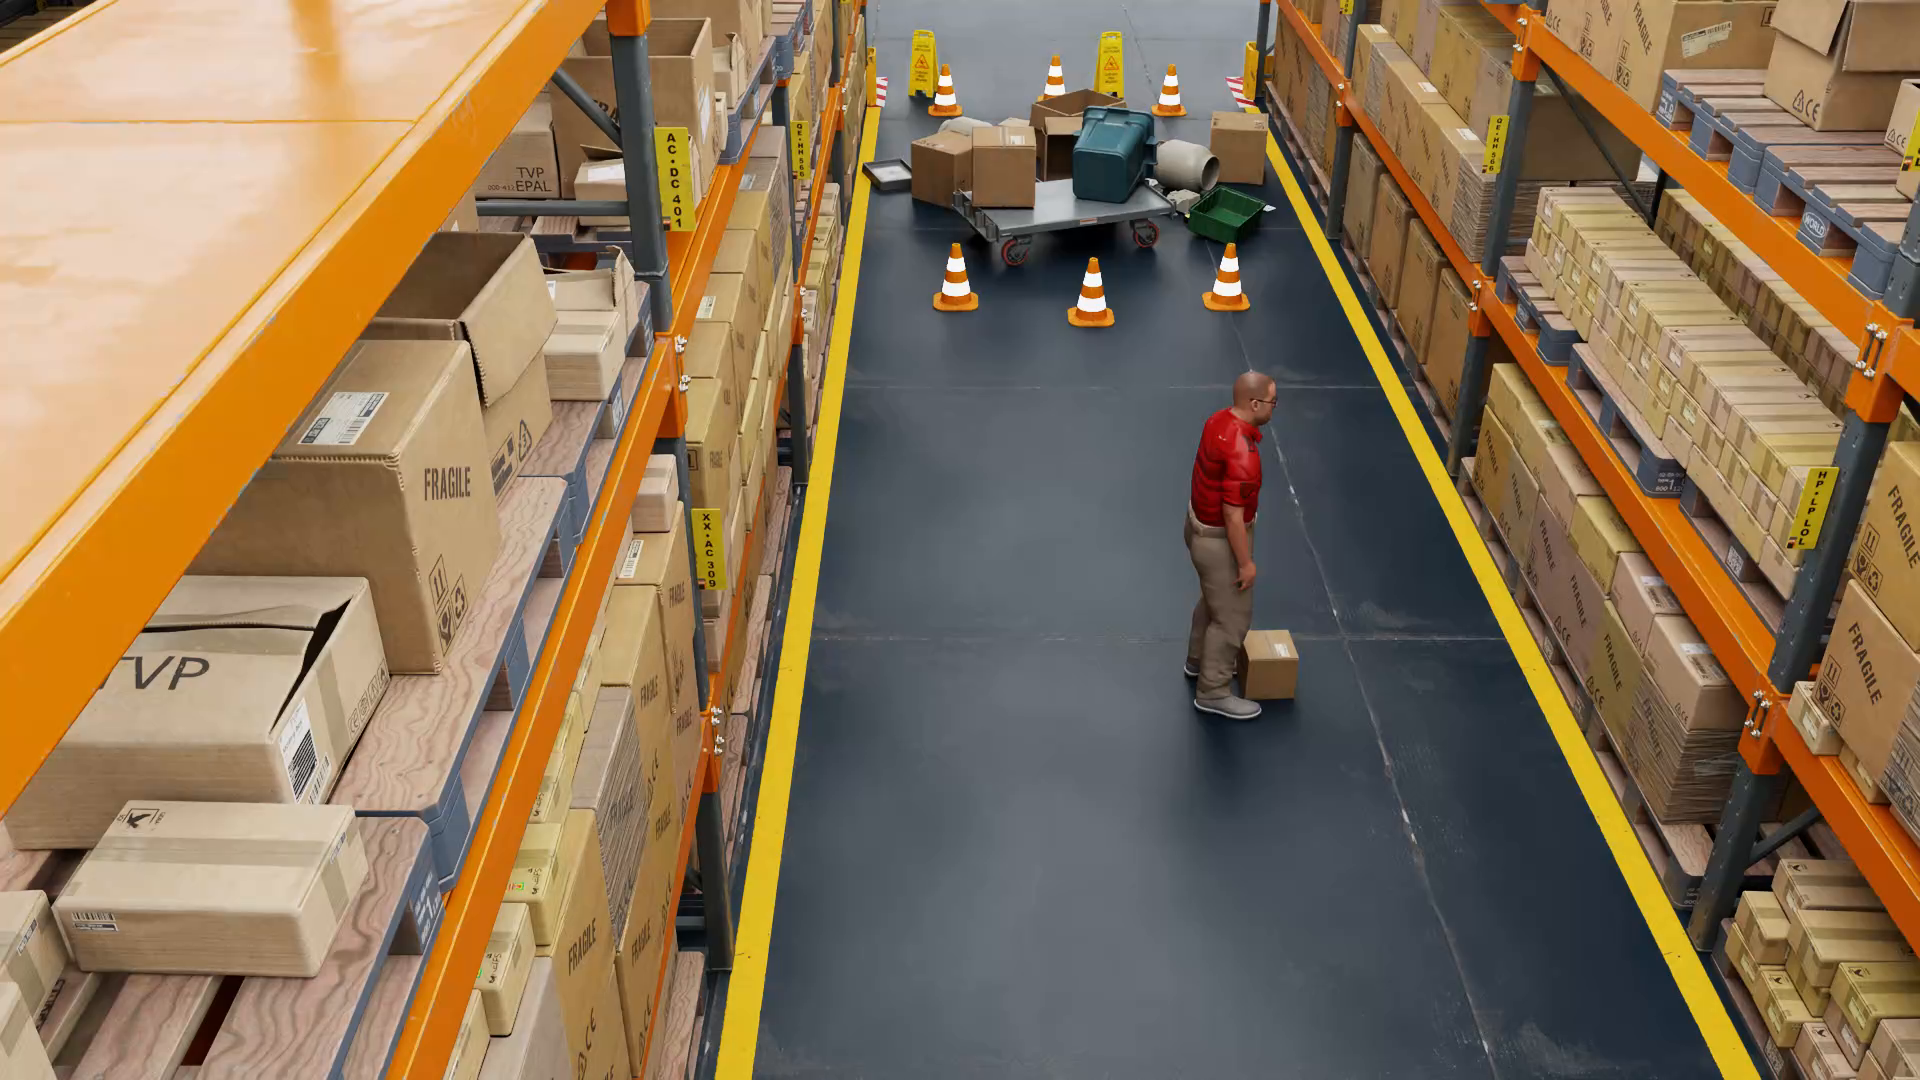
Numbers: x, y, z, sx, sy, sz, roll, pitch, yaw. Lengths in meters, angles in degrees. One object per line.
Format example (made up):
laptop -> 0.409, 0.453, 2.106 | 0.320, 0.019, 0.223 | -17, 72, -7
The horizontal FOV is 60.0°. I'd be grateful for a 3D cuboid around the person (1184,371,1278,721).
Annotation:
person -> 1.283, -0.002, 7.956 | 0.392, 1.726, 0.606 | -2, 31, -3
